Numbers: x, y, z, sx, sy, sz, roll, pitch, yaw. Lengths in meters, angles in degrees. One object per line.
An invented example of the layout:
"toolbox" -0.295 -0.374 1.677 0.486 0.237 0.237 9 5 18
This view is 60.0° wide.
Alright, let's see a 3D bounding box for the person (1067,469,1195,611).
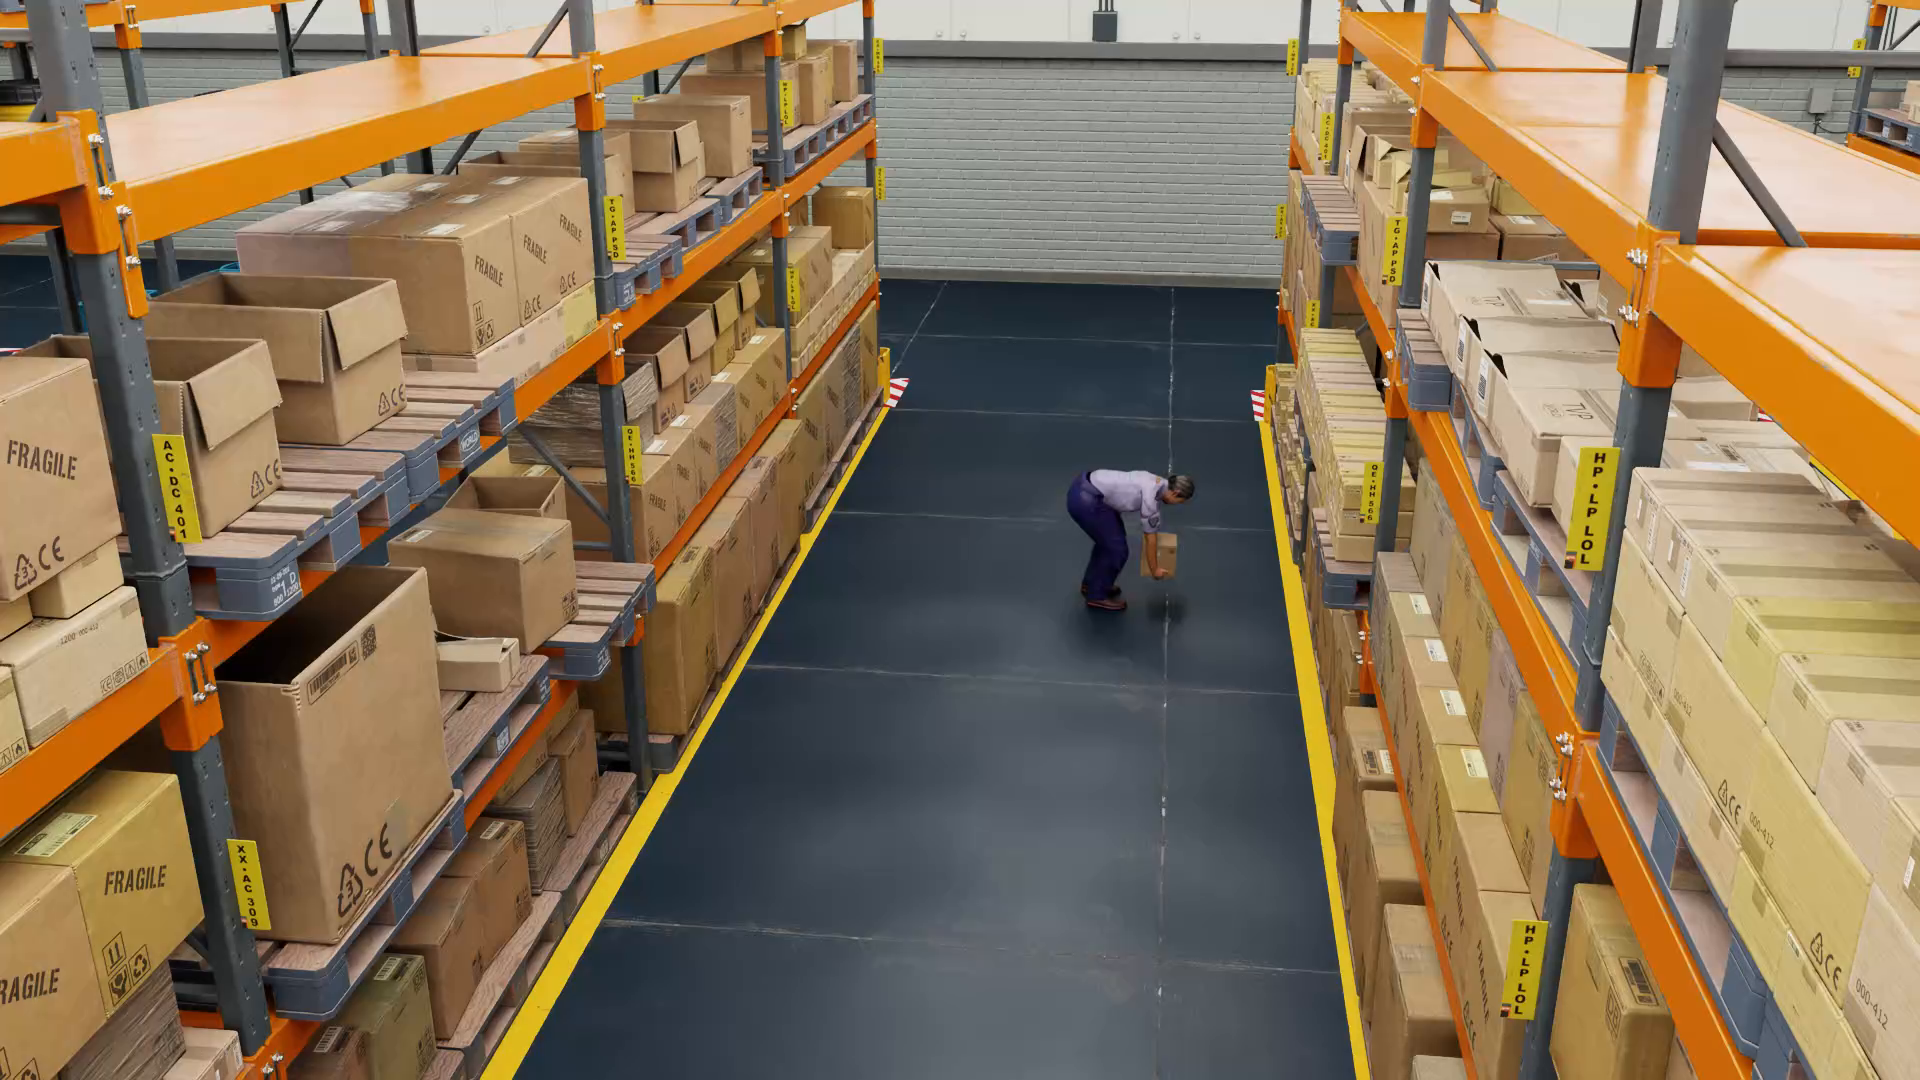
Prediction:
"person" 1.222 -0.017 12.044 0.910 1.001 0.475 2 21 4
